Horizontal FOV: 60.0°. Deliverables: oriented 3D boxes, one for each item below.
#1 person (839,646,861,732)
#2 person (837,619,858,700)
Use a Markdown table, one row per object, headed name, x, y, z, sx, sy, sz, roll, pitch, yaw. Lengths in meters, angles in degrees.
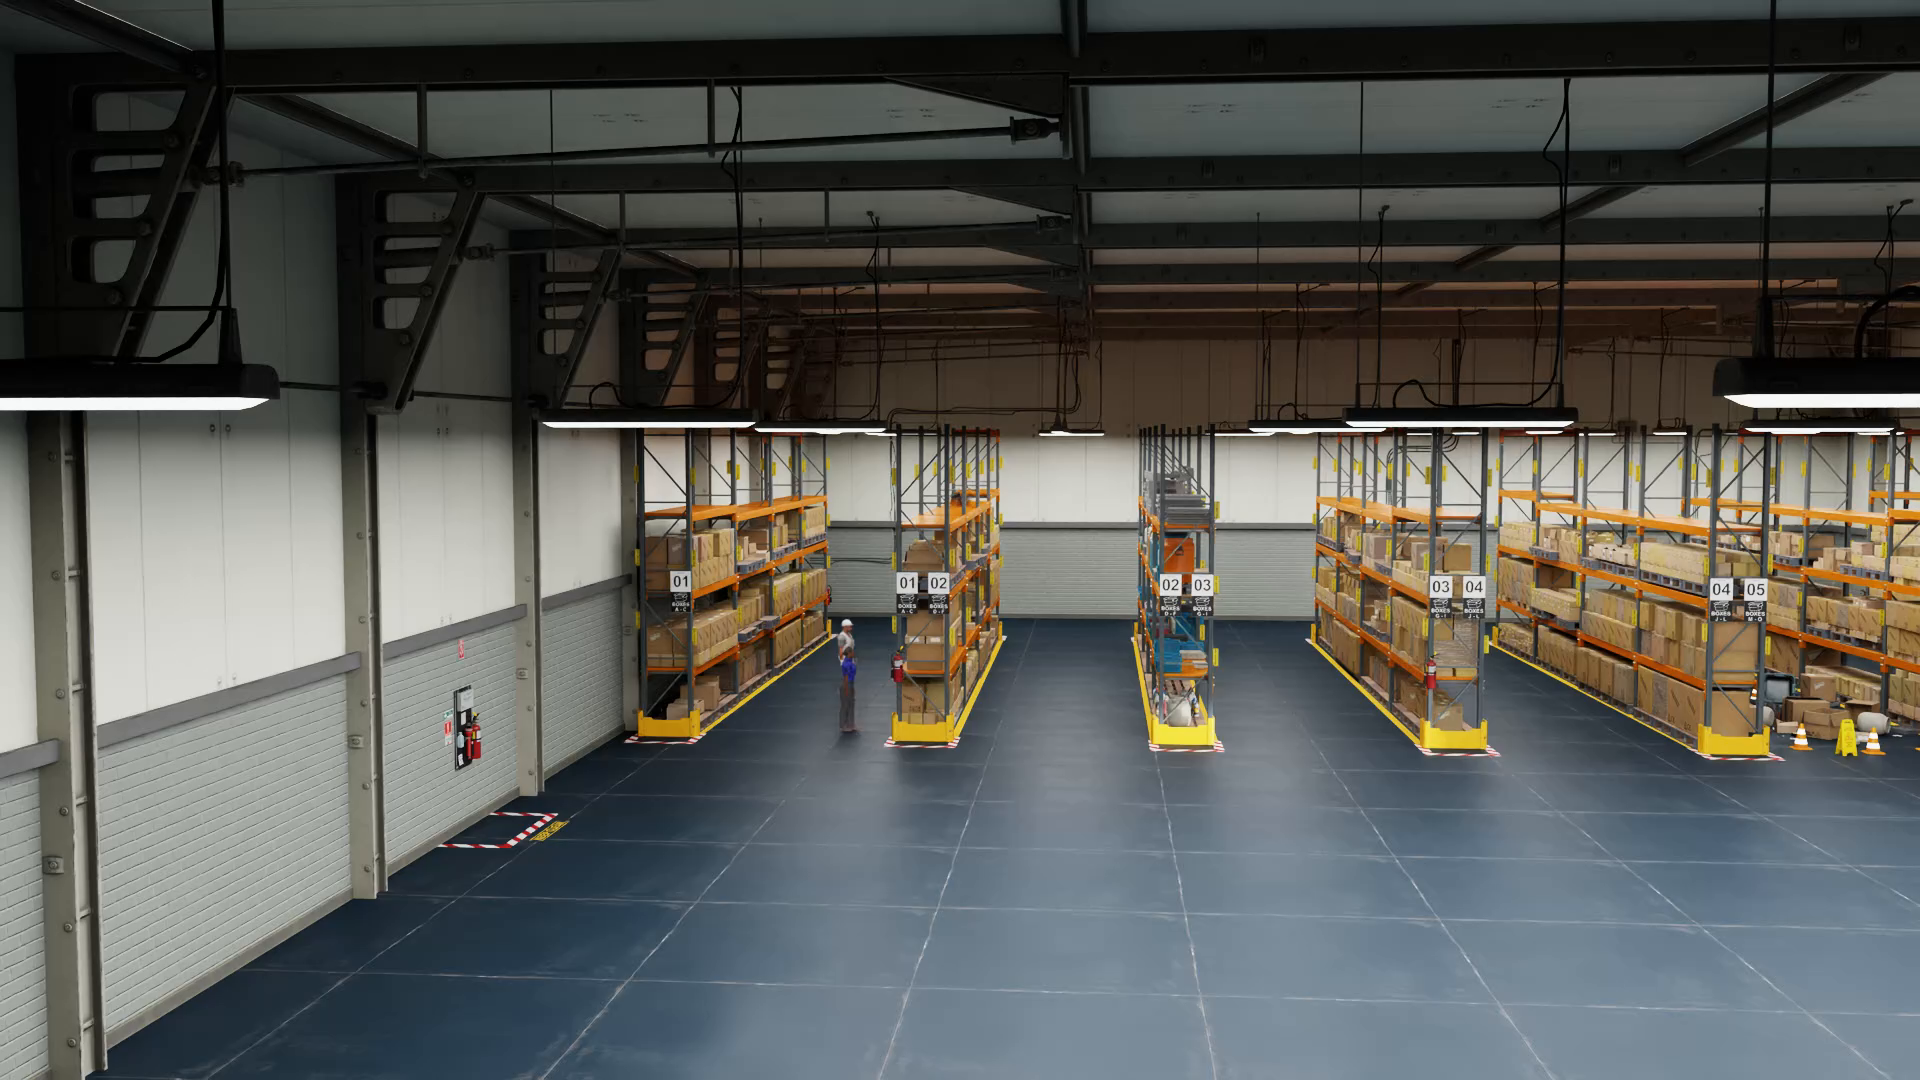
| name | x | y | z | sx | sy | sz | roll | pitch | yaw |
| --- | --- | --- | --- | --- | --- | --- | --- | --- | --- |
| person | -2.162 | 2.913 | 32.553 | 0.407 | 1.677 | 0.469 | 0 | 3 | 7 |
| person | -2.438 | 2.650 | 36.323 | 0.394 | 1.839 | 0.579 | 1 | 4 | 15 |
